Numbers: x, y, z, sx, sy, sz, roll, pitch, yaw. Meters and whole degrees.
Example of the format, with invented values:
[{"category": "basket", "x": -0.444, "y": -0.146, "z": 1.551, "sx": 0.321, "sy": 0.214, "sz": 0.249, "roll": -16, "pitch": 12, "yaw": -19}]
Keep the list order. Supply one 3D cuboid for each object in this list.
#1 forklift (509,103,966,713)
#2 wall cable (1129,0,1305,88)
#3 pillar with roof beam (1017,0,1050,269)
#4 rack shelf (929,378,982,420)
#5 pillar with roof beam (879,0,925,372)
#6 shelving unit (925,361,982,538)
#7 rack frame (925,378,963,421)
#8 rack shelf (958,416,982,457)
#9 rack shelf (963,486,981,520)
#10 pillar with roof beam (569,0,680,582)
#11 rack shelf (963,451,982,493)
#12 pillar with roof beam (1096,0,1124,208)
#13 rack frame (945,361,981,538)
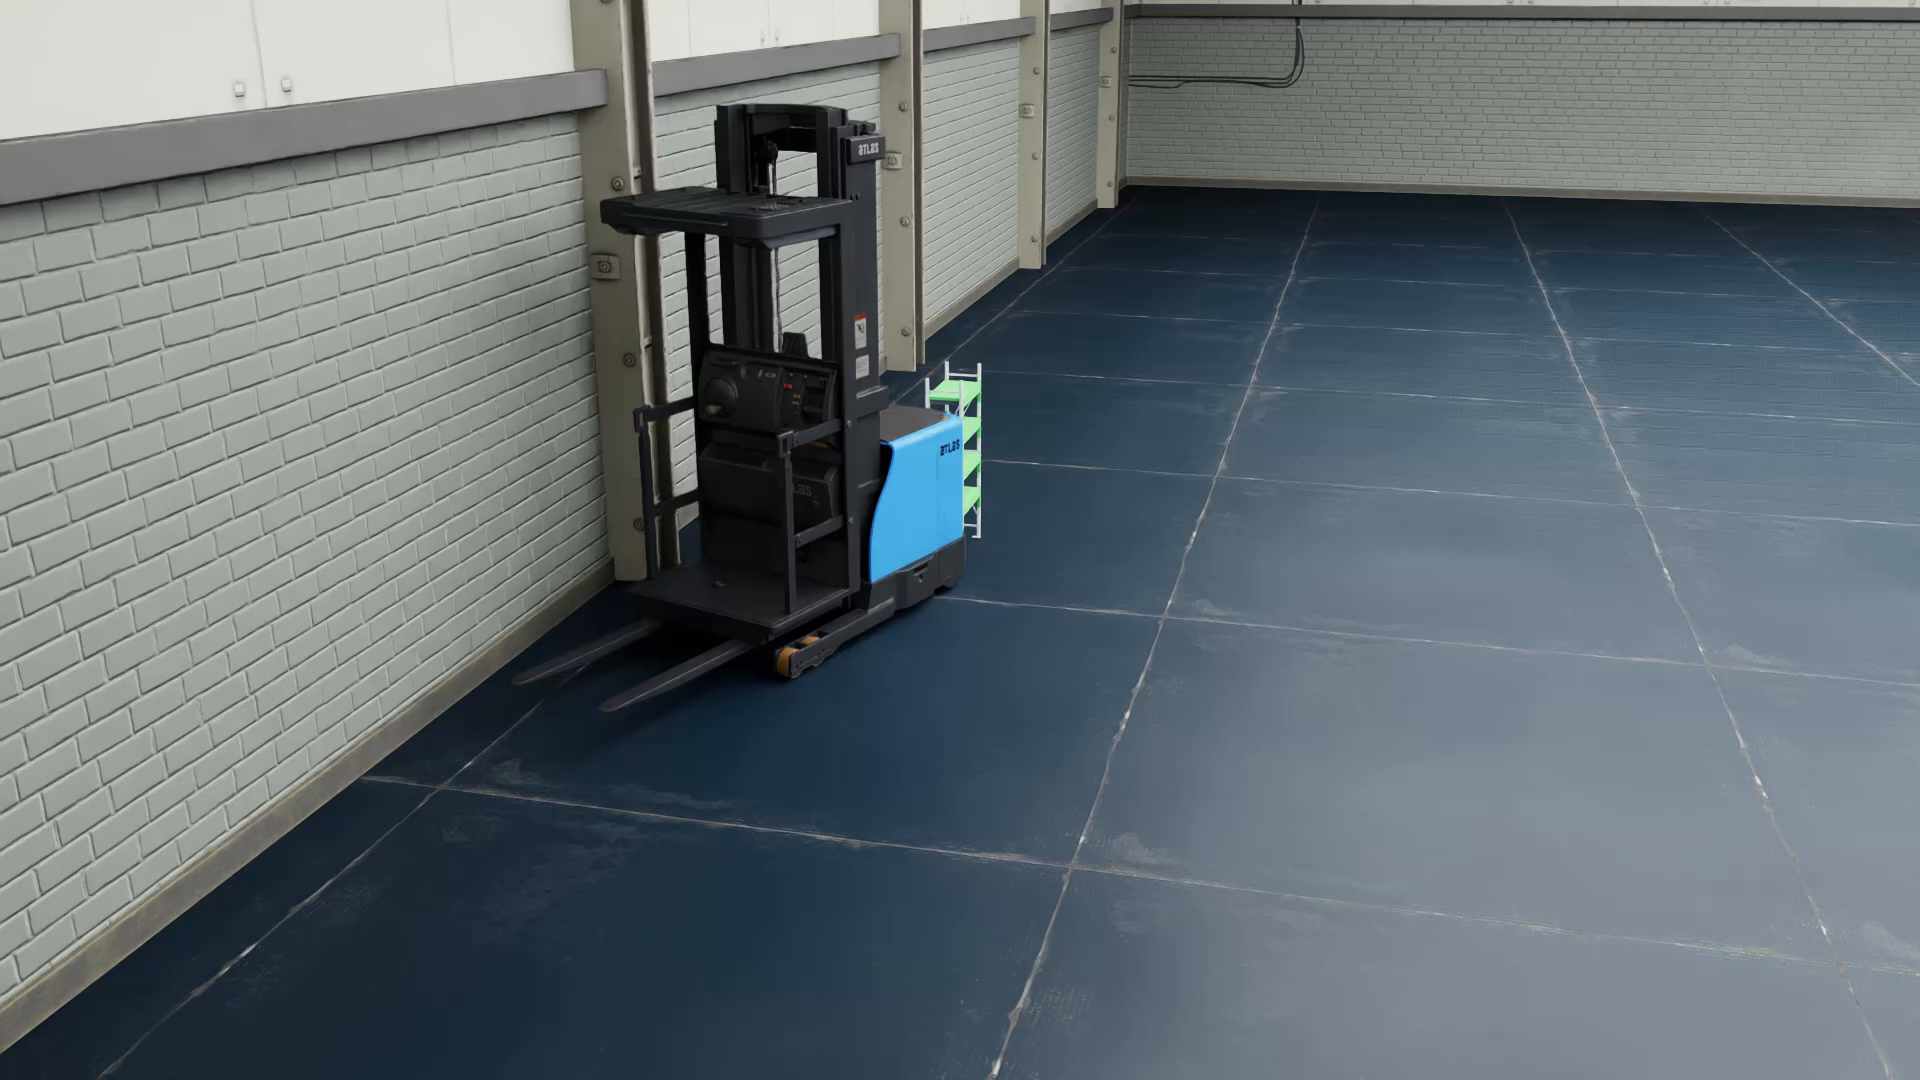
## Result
[{"category": "forklift", "x": -1.182, "y": -0.812, "z": 9.030, "sx": 1.130, "sy": 2.935, "sz": 3.031, "roll": 12, "pitch": 22, "yaw": 31}, {"category": "wall cable", "x": 4.395, "y": -9.054, "z": 28.576, "sx": 3.097, "sy": 2.526, "sz": 0.112, "roll": 5, "pitch": 19, "yaw": 13}, {"category": "pillar with roof beam", "x": 5.101, "y": -7.484, "z": 19.175, "sx": 9.100, "sy": 9.000, "sz": 0.400, "roll": 5, "pitch": 19, "yaw": 13}, {"category": "rack shelf", "x": -0.040, "y": -0.910, "z": 10.707, "sx": 0.258, "sy": 0.148, "sz": 0.480, "roll": 5, "pitch": 19, "yaw": 13}, {"category": "pillar with roof beam", "x": 3.635, "y": -5.603, "z": 13.670, "sx": 9.100, "sy": 9.000, "sz": 0.400, "roll": 5, "pitch": 19, "yaw": 13}, {"category": "shelving unit", "x": -0.040, "y": -0.516, "z": 10.842, "sx": 0.258, "sy": 1.200, "sz": 0.503, "roll": 5, "pitch": 19, "yaw": 13}, {"category": "rack frame", "x": -0.100, "y": -0.439, "z": 10.618, "sx": 0.240, "sy": 1.200, "sz": 0.015, "roll": 5, "pitch": 19, "yaw": 13}, {"category": "rack shelf", "x": -0.040, "y": -0.683, "z": 10.785, "sx": 0.258, "sy": 0.148, "sz": 0.480, "roll": 5, "pitch": 19, "yaw": 13}, {"category": "rack shelf", "x": -0.040, "y": -0.228, "z": 10.940, "sx": 0.258, "sy": 0.148, "sz": 0.480, "roll": 5, "pitch": 19, "yaw": 13}, {"category": "pillar with roof beam", "x": 2.169, "y": -3.722, "z": 8.164, "sx": 9.100, "sy": 9.000, "sz": 0.400, "roll": 5, "pitch": 19, "yaw": 13}, {"category": "rack shelf", "x": -0.040, "y": -0.455, "z": 10.862, "sx": 0.258, "sy": 0.148, "sz": 0.480, "roll": 5, "pitch": 19, "yaw": 13}, {"category": "pillar with roof beam", "x": 6.567, "y": -9.364, "z": 24.681, "sx": 9.100, "sy": 9.000, "sz": 0.400, "roll": 5, "pitch": 19, "yaw": 13}, {"category": "rack frame", "x": 0.019, "y": -0.592, "z": 11.066, "sx": 0.240, "sy": 1.200, "sz": 0.015, "roll": 5, "pitch": 19, "yaw": 13}]
